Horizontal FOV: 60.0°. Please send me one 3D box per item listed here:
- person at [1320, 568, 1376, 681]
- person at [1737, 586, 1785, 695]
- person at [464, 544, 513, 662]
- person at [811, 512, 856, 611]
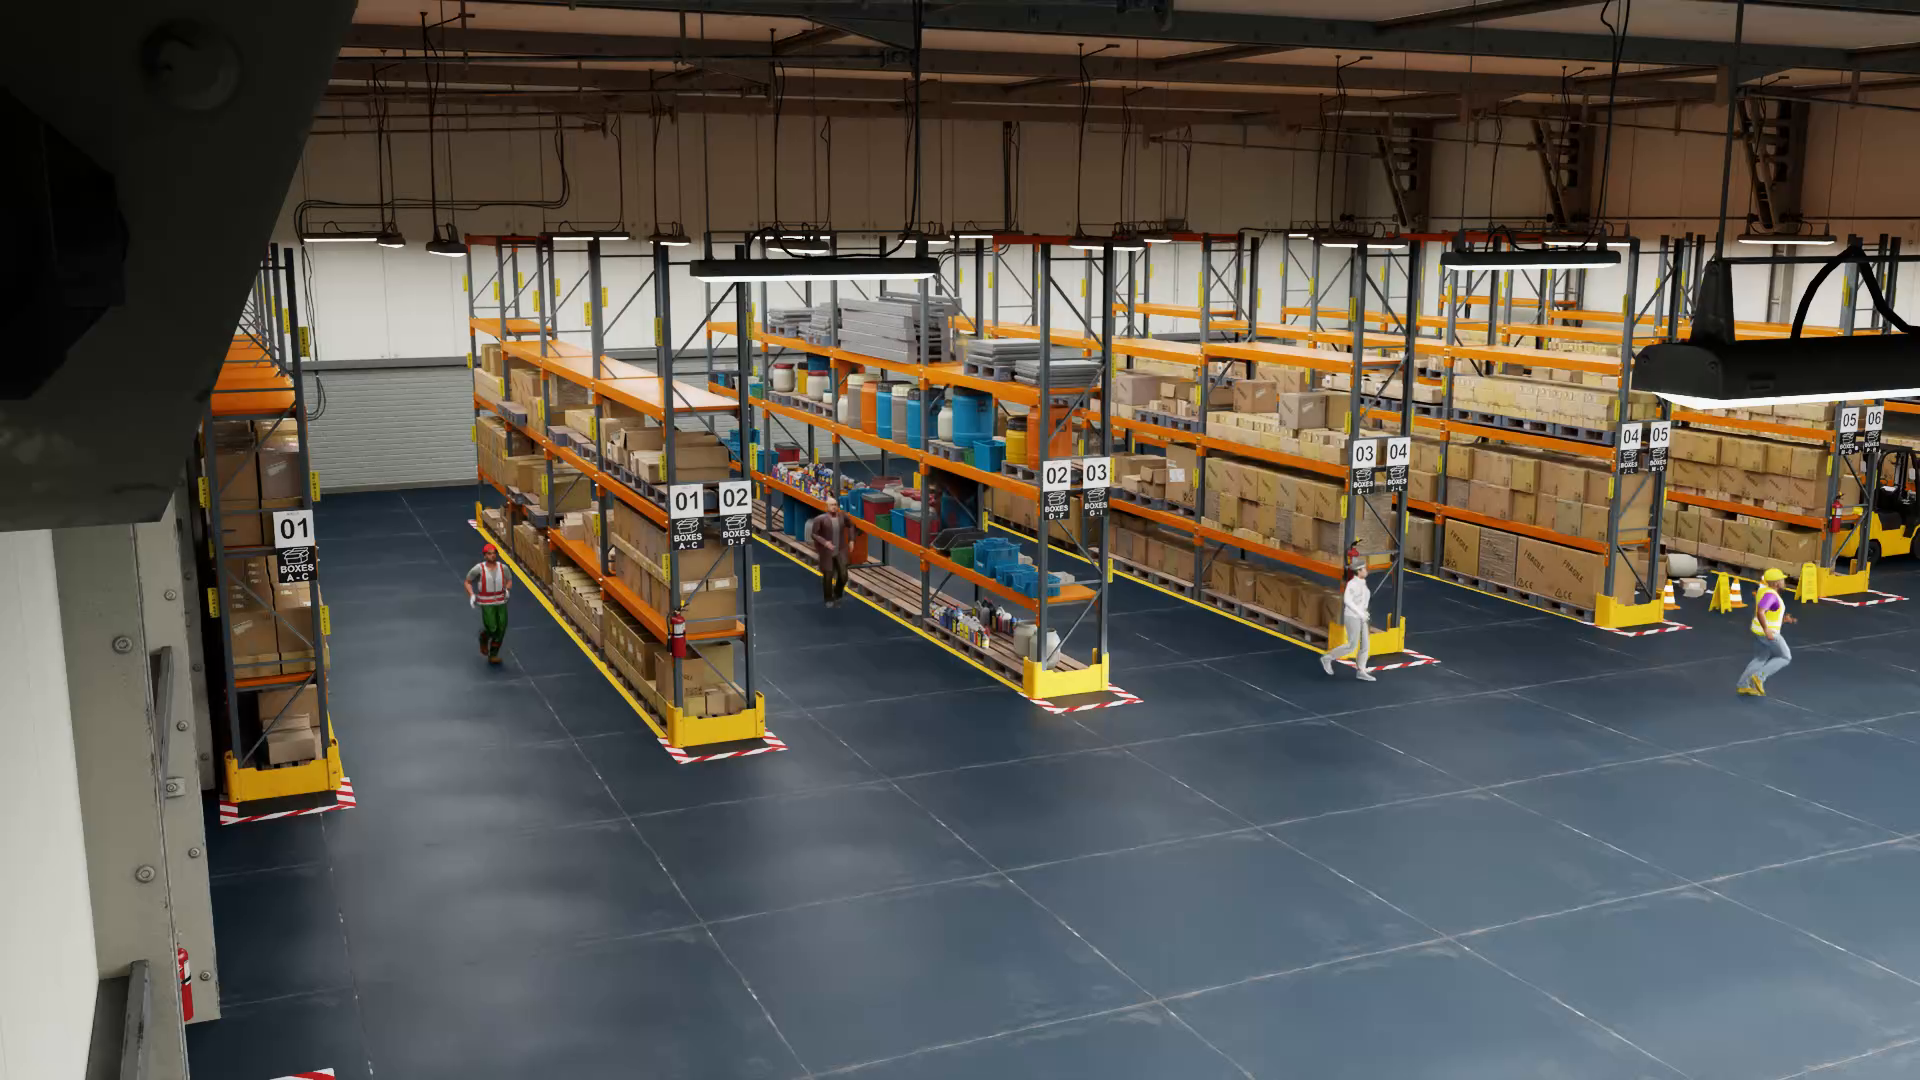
[{"bbox_3d":[5.479,1.107,23.162,0.771,1.619,0.608,6,12,27],"label":"person"},{"bbox_3d":[10.713,1.345,22.233,0.490,1.472,0.656,2,11,8],"label":"person"},{"bbox_3d":[-6.676,0.920,23.804,0.651,1.743,0.585,-8,13,-35],"label":"person"},{"bbox_3d":[-1.961,0.338,25.920,0.747,1.596,0.558,-4,12,-20],"label":"person"}]
